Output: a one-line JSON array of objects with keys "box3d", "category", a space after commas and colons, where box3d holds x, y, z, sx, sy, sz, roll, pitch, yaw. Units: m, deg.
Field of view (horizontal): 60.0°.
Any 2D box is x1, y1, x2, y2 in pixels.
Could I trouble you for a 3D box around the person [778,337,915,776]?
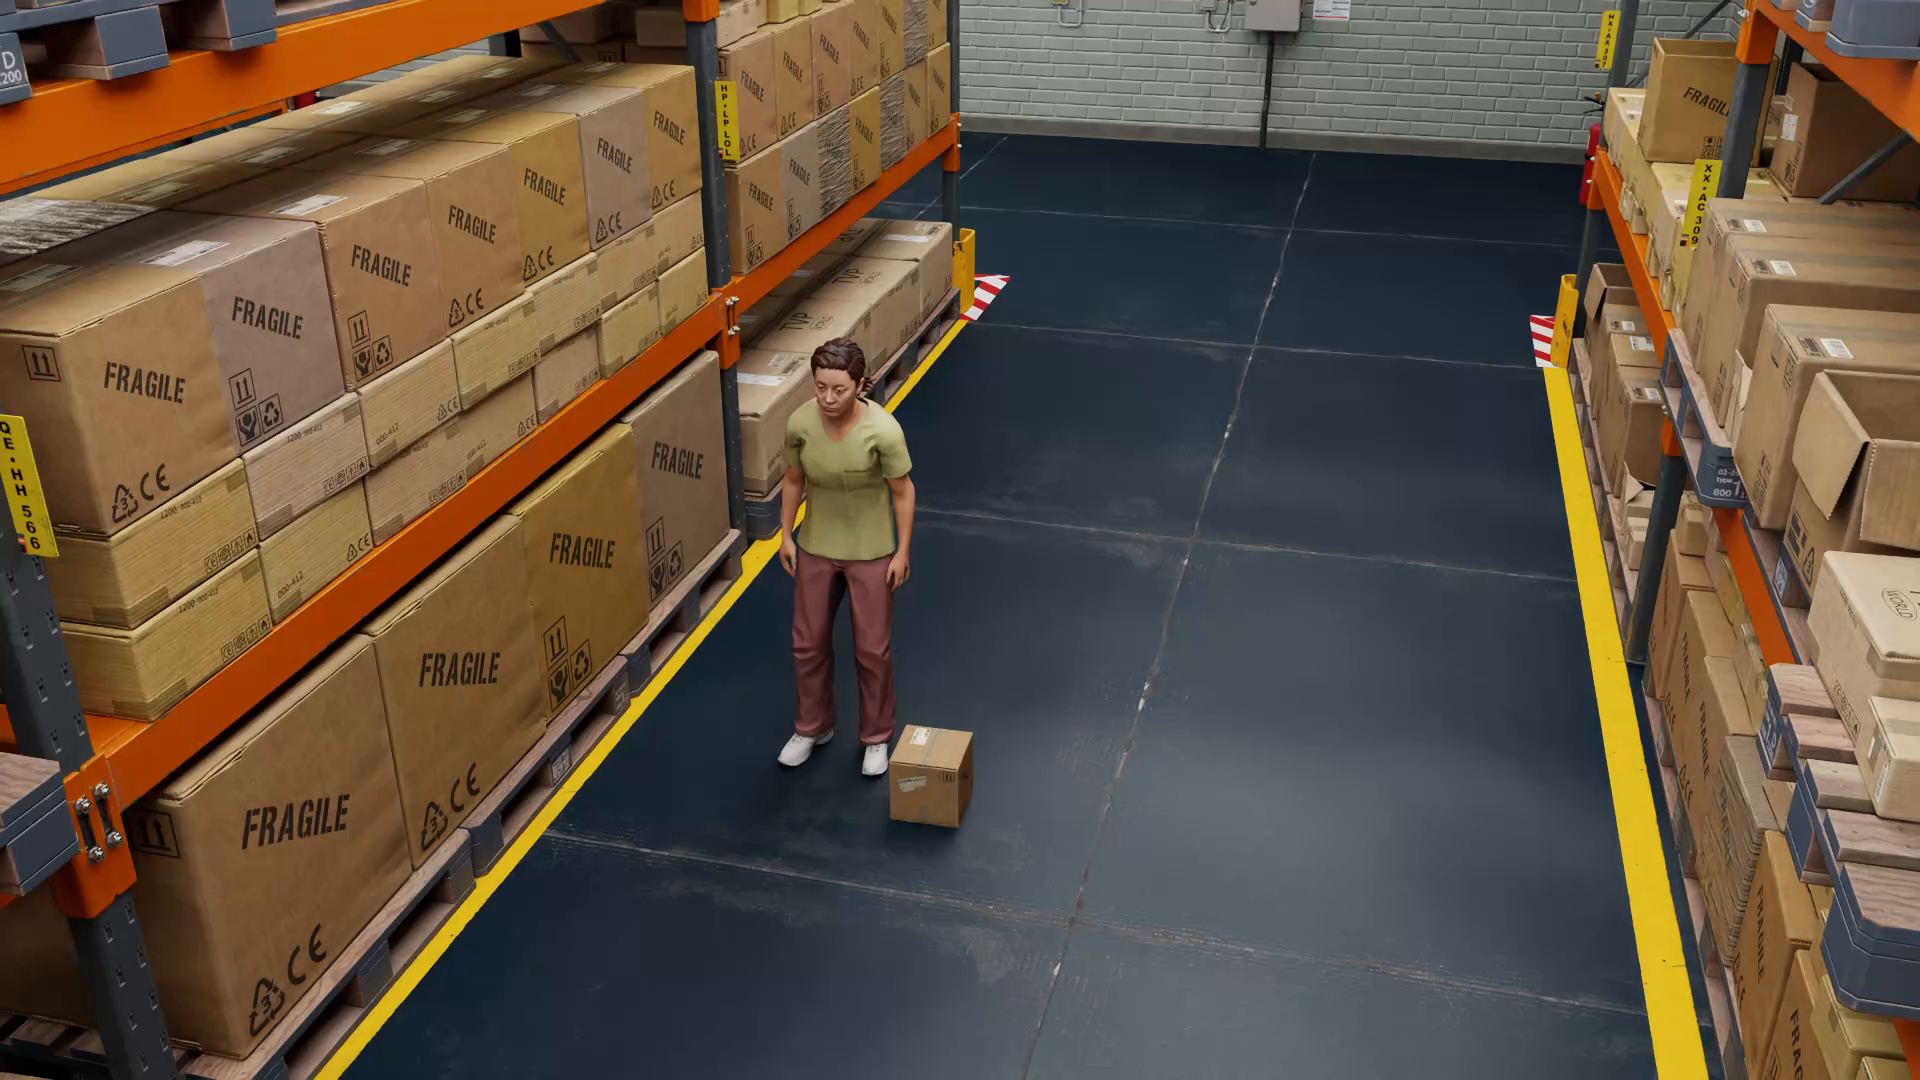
[{"box3d": [-0.416, 0.058, 5.990, 0.498, 1.672, 0.360, 6, 26, 13], "category": "person"}]
